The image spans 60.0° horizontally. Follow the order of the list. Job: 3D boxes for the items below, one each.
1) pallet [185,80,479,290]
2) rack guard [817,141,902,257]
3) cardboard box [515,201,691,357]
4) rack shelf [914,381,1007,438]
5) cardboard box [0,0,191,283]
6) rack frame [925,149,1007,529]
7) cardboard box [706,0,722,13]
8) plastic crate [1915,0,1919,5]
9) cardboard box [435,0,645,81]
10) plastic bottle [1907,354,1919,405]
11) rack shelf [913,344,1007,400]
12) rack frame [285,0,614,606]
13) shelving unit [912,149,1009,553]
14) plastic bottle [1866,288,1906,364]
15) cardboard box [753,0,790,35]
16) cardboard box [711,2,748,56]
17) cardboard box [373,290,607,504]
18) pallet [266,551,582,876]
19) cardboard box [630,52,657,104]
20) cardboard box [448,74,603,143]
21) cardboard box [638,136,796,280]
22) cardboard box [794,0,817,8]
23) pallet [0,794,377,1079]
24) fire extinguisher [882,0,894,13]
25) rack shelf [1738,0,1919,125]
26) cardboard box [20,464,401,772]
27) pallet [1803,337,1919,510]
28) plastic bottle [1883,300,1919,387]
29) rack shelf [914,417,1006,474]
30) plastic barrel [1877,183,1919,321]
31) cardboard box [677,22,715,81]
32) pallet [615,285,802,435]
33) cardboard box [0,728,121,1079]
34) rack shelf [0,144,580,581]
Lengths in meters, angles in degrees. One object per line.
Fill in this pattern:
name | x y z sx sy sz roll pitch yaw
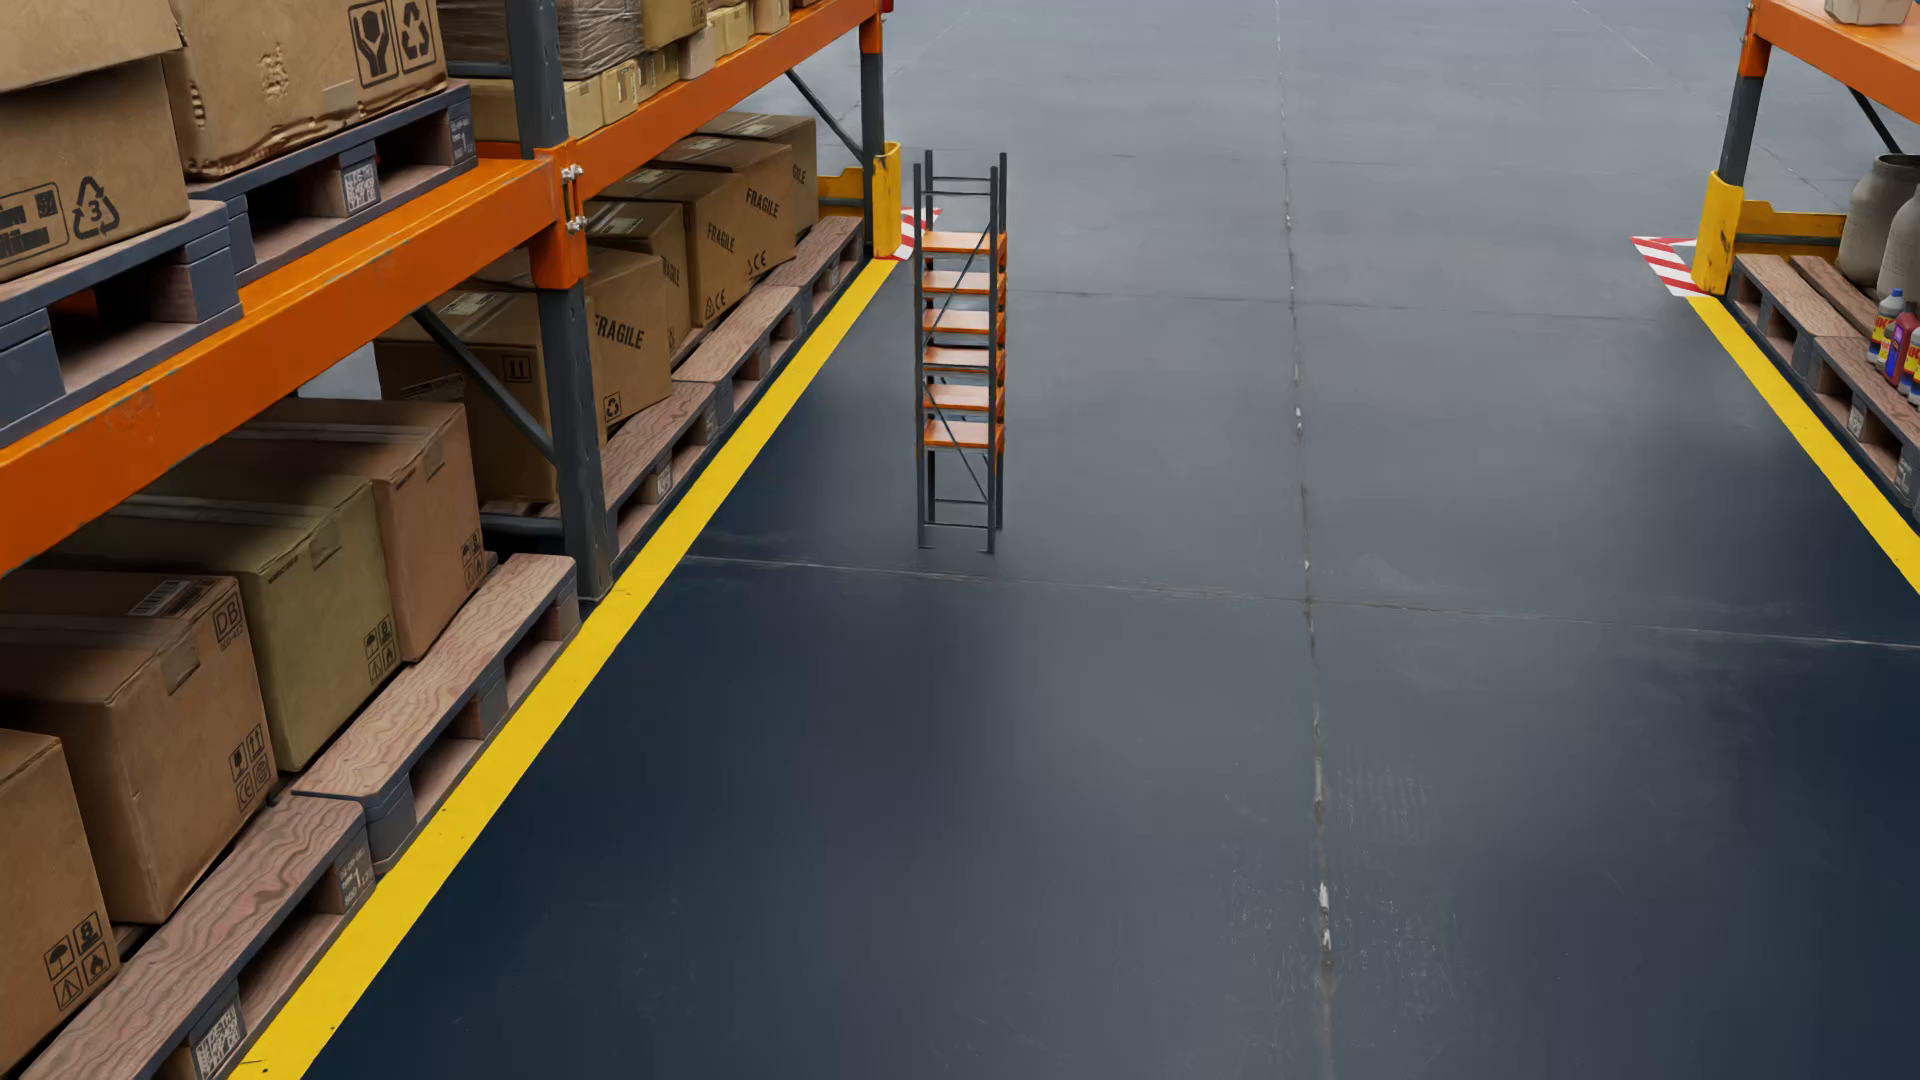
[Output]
pallet | -1.802 -0.832 3.715 1.003 0.211 1.213 4 25 9
rack guard | -0.893 -1.737 8.372 1.175 0.500 0.348 4 25 9
cardboard box | -1.319 -0.956 6.208 0.500 0.500 0.500 2 25 4
rack shelf | 0.002 -0.401 5.078 0.258 0.103 0.180 4 25 9
cardboard box | -1.726 -0.734 2.662 0.797 0.503 0.637 7 26 14
rack frame | 0.017 -0.588 5.090 0.240 1.200 0.006 4 25 9
cardboard box | -1.301 -2.015 5.548 0.875 0.500 0.500 4 25 9
plastic crate | 4.219 -2.261 6.717 0.499 0.251 0.616 4 25 9
cardboard box | -1.399 -1.592 4.645 0.875 0.500 0.500 4 25 9
plastic bottle | 3.330 -0.600 5.692 0.097 0.271 0.097 0 25 0
rack shelf | 0.002 -0.509 5.027 0.258 0.103 0.180 4 25 9
rack frame | -1.534 -1.228 4.336 1.000 3.000 0.127 4 25 9
shelving unit | 0.002 -0.549 5.009 0.258 1.200 0.189 4 25 9
plastic bottle | 3.402 -0.785 6.088 0.097 0.271 0.097 0 25 0
cardboard box | -0.865 -2.019 6.322 0.380 0.149 0.250 4 25 9
cardboard box | -0.970 -1.812 5.879 0.380 0.149 0.250 4 25 9
cardboard box | -1.429 -0.451 5.128 0.500 0.500 0.500 3 25 7
pallet | -1.660 0.360 4.231 1.003 0.211 1.213 4 25 9
cardboard box | -1.135 -1.394 4.986 0.380 0.149 0.250 4 25 9
cardboard box | -1.202 -1.184 4.537 0.380 0.149 0.250 4 25 9
cardboard box | -1.063 -1.447 7.256 0.500 0.500 0.500 11 27 22
cardboard box | -0.811 -2.338 7.003 0.380 0.149 0.250 4 25 9
pallet | -1.857 0.872 3.138 1.003 0.211 1.213 4 25 9
fire extinguisher | -0.407 -2.882 7.960 0.296 0.674 0.183 4 25 9
rack shelf | 3.679 -1.396 5.542 1.077 0.370 4.000 4 25 9
cardboard box | -1.752 0.158 3.804 0.700 0.500 0.500 4 25 8
pallet | 3.700 -0.412 5.881 1.003 0.211 1.213 4 25 9
plastic bottle | 3.347 -0.697 5.886 0.061 0.283 0.133 4 25 9
rack shelf | 0.002 -0.292 5.129 0.258 0.103 0.180 4 25 9
plastic barrel | 3.892 -1.131 6.568 0.421 0.512 0.421 0 25 0
cardboard box | -1.022 -1.601 5.428 0.380 0.149 0.250 4 25 9
pallet | -1.262 -0.760 6.626 1.003 0.211 1.213 4 25 9
cardboard box | -1.934 0.625 2.805 0.700 0.500 0.500 6 26 13
rack shelf | -1.861 -0.066 2.701 1.077 0.370 4.000 4 25 9
